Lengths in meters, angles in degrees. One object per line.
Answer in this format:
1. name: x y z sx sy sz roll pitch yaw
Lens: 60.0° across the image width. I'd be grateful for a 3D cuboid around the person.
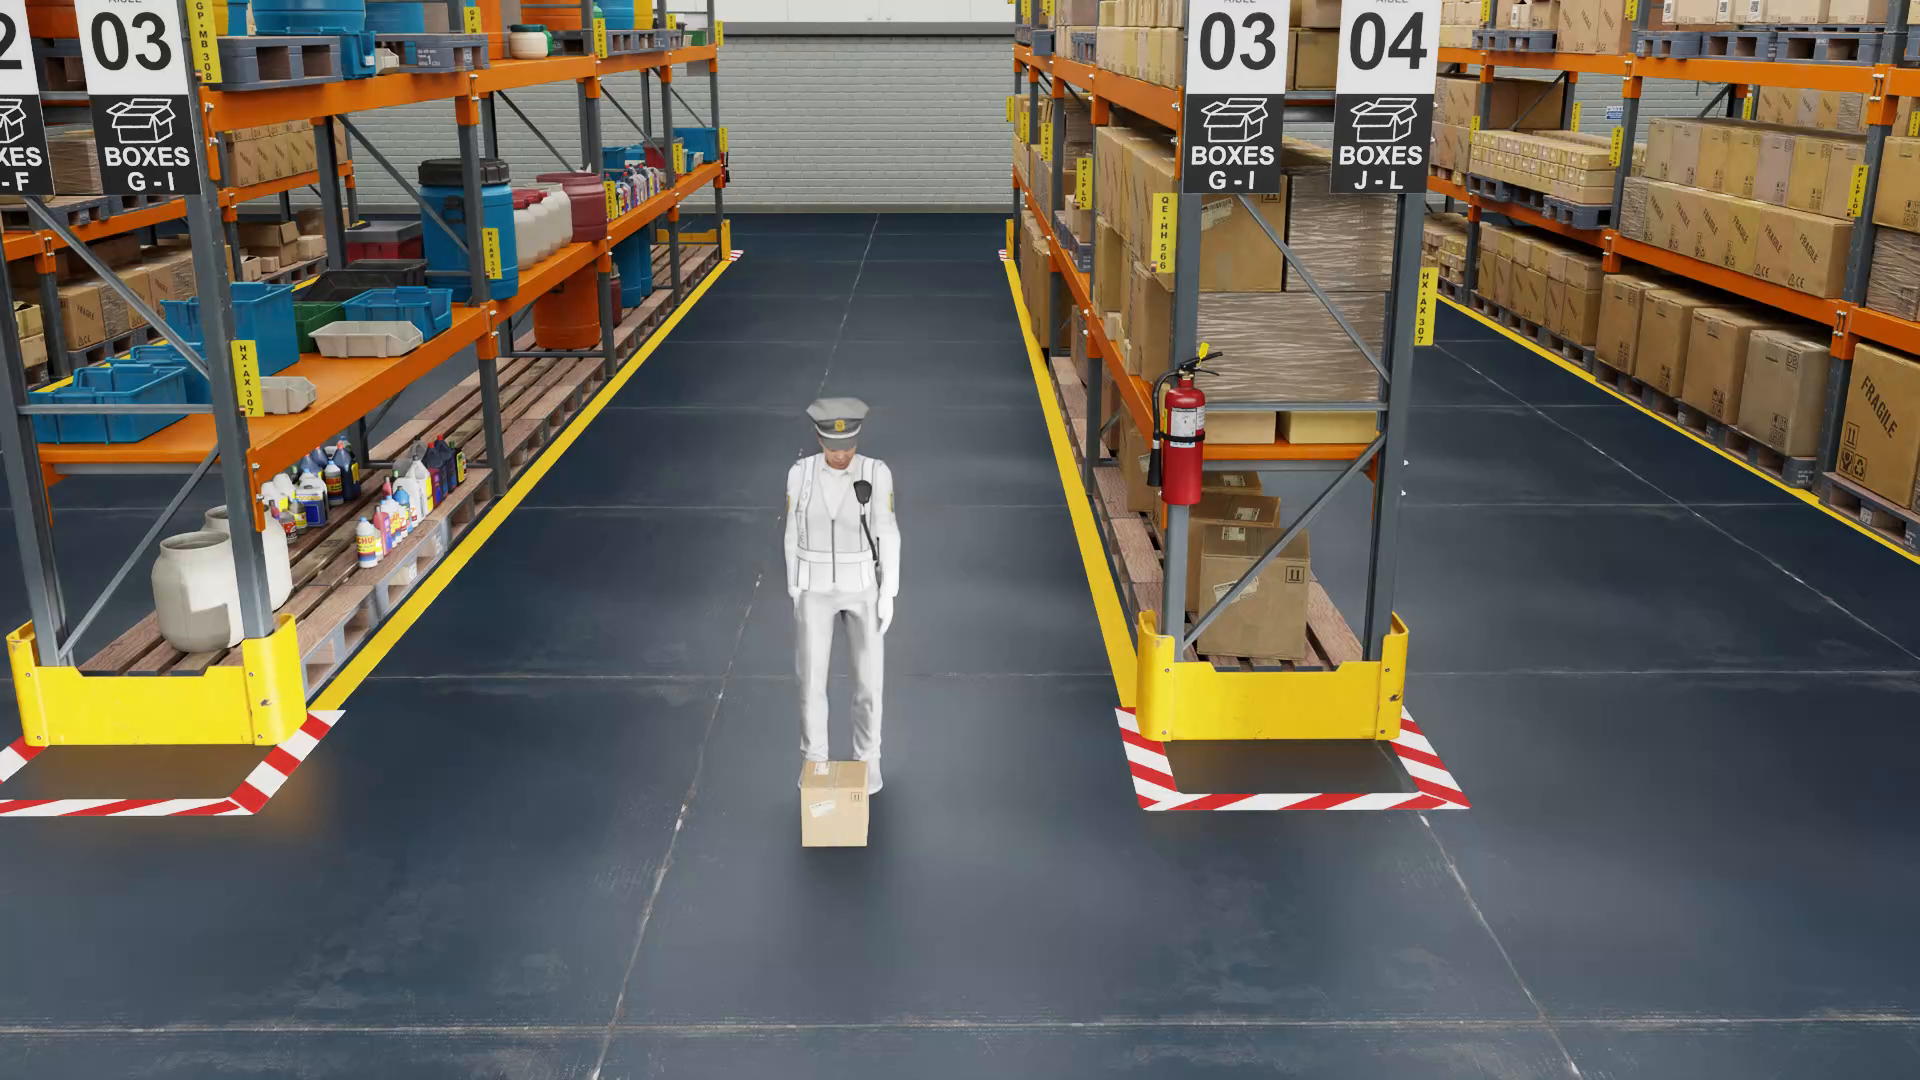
1. person: -0.479 0.234 6.820 0.476 1.661 0.338 0 17 0
